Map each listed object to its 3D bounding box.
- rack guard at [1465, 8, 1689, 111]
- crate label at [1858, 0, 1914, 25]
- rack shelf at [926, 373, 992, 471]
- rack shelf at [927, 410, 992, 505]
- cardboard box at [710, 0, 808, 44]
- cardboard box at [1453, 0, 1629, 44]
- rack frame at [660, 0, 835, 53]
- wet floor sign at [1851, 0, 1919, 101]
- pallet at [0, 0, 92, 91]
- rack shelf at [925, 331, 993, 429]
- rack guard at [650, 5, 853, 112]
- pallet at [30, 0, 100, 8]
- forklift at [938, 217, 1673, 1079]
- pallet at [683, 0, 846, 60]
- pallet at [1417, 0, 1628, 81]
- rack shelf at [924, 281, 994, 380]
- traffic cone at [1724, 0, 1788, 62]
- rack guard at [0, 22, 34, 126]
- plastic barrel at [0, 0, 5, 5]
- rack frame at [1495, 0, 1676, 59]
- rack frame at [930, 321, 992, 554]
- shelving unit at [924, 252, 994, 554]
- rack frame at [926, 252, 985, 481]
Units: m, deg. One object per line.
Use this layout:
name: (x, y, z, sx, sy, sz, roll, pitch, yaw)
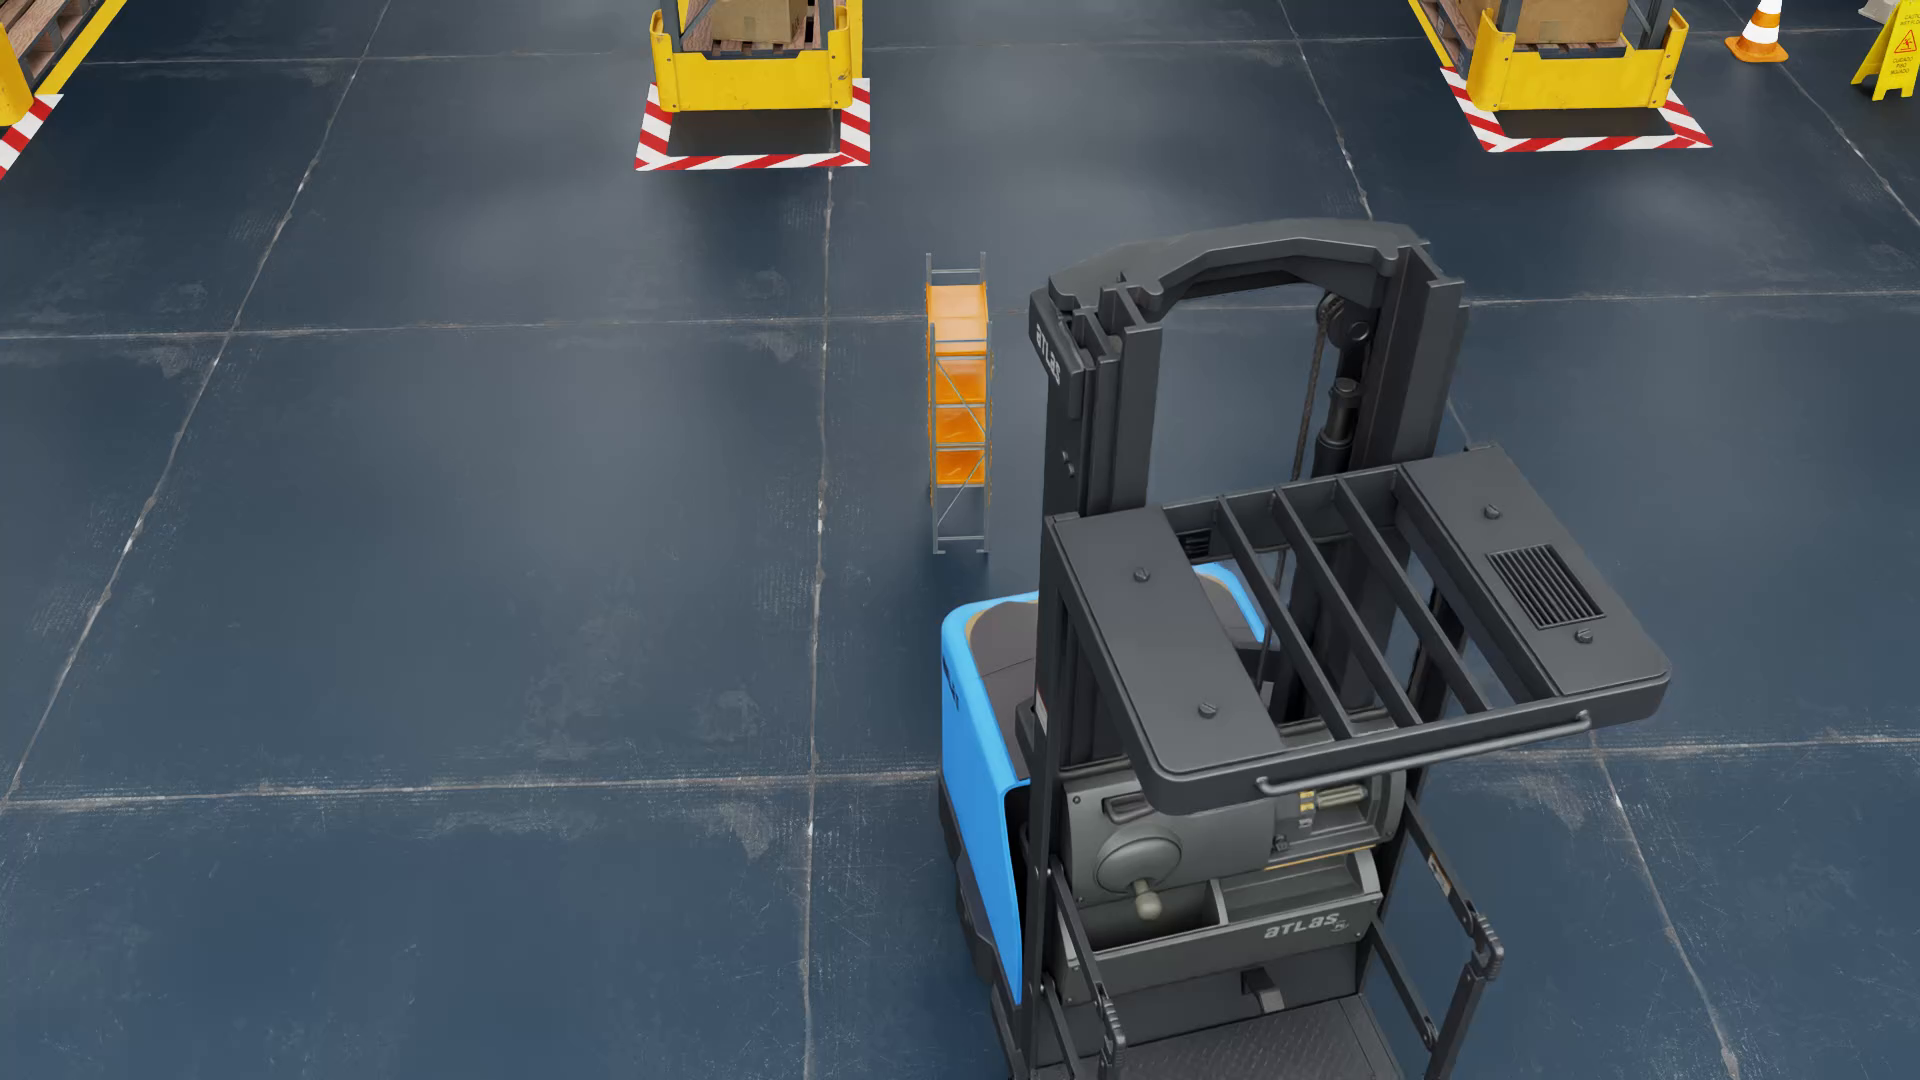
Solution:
rack guard: (3.718, -2.916, 10.061, 1.175, 0.500, 0.348, -2, 43, -2)
crate label: (6.161, -3.529, 10.999, 0.250, 0.136, 0.298, -23, 47, -23)
rack shelf: (-0.007, -0.504, 7.012, 0.258, 0.148, 0.480, -2, 43, -2)
rack shelf: (-0.007, -0.358, 7.146, 0.258, 0.148, 0.480, -2, 43, -2)
cardboard box: (-1.253, -3.435, 10.316, 0.500, 0.500, 0.500, 6, 43, 6)
cardboard box: (3.622, -3.681, 10.307, 0.875, 0.875, 0.875, -1, 43, -2)
rack frame: (-1.243, -3.779, 9.153, 1.000, 3.000, 0.127, -2, 43, -2)
wet floor sign: (5.696, -3.023, 10.070, 0.267, 0.644, 0.232, -8, 43, -9)
pallet: (-6.271, -3.208, 10.593, 1.003, 0.211, 1.213, -2, 43, -2)
rack shelf: (-0.007, -0.669, 6.861, 0.258, 0.148, 0.480, -2, 43, -2)
rack guard: (-1.246, -2.909, 10.054, 1.175, 0.500, 0.348, -2, 43, -2)
pallet: (-6.320, -4.029, 11.490, 1.003, 0.211, 1.213, -2, 43, -2)
forklift: (0.783, 0.816, 4.191, 1.130, 2.935, 3.031, -10, 43, -10)
pallet: (-1.245, -3.352, 10.751, 1.003, 0.211, 1.213, -2, 43, -2)
pallet: (3.605, -3.363, 10.763, 1.003, 0.211, 1.213, -2, 43, -2)
rack shelf: (-0.007, -0.844, 6.701, 0.258, 0.148, 0.480, -2, 43, -2)
traffic cone: (5.113, -3.317, 10.527, 0.336, 0.463, 0.334, -2, 43, -2)
rack guard: (-6.242, -2.766, 9.897, 1.175, 0.500, 0.348, -2, 43, -2)
plastic barrel: (-6.317, -3.655, 10.548, 0.421, 0.512, 0.421, 0, 43, 0)
rack frame: (3.717, -3.853, 9.234, 1.000, 3.000, 0.127, -2, 43, -2)
rack frame: (0.003, -0.389, 6.787, 0.240, 1.200, 0.015, -2, 43, -2)
shelving unit: (-0.007, -0.554, 6.966, 0.258, 1.200, 0.503, -2, 43, -2)
rack frame: (-0.017, -0.719, 7.146, 0.240, 1.200, 0.015, -2, 43, -2)
